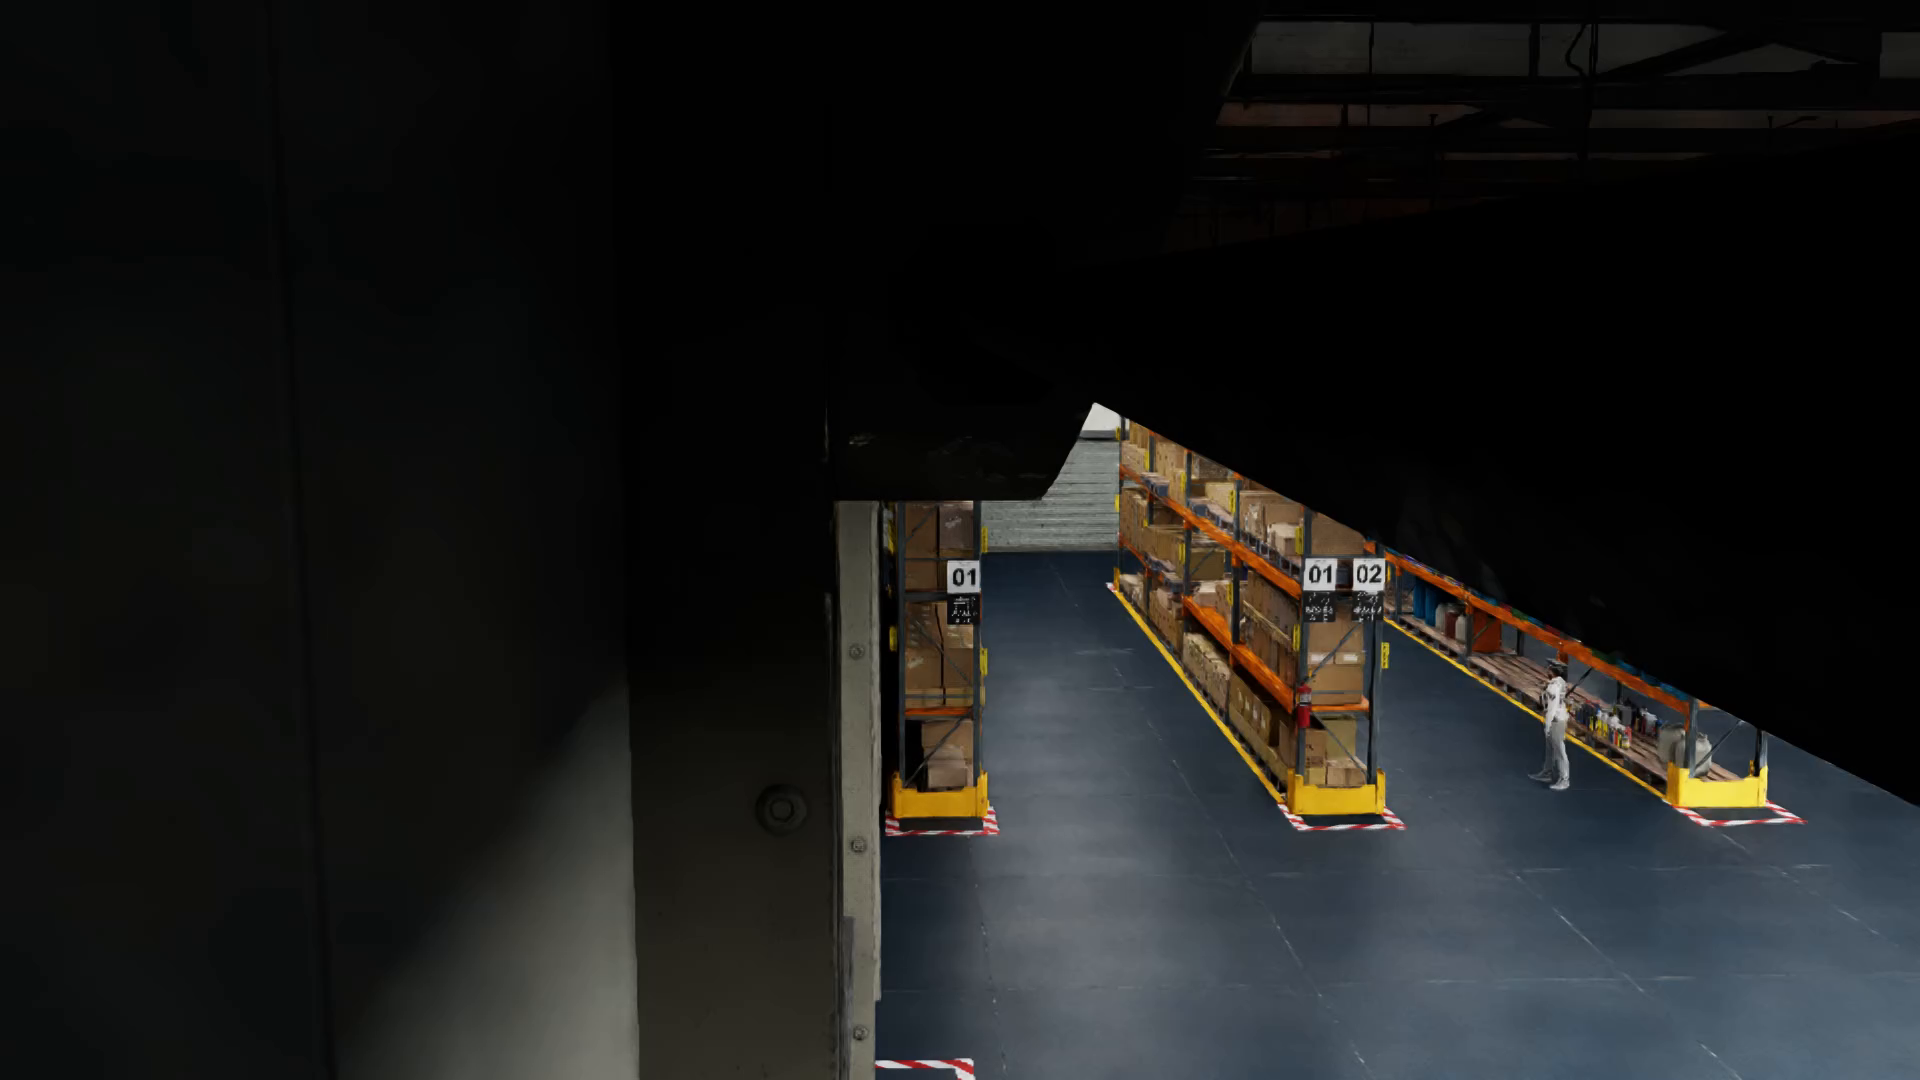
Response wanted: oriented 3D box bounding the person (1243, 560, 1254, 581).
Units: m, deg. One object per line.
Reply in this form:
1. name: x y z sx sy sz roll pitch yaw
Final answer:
1. person: 5.975 0.632 34.150 0.493 1.589 1.000 -1 8 -4

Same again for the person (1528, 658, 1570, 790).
1. person: 7.739 2.376 21.743 0.543 1.667 0.571 4 9 25

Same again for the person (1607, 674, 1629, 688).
1. person: 10.923 1.551 27.368 0.543 1.700 1.119 -1 8 -5
